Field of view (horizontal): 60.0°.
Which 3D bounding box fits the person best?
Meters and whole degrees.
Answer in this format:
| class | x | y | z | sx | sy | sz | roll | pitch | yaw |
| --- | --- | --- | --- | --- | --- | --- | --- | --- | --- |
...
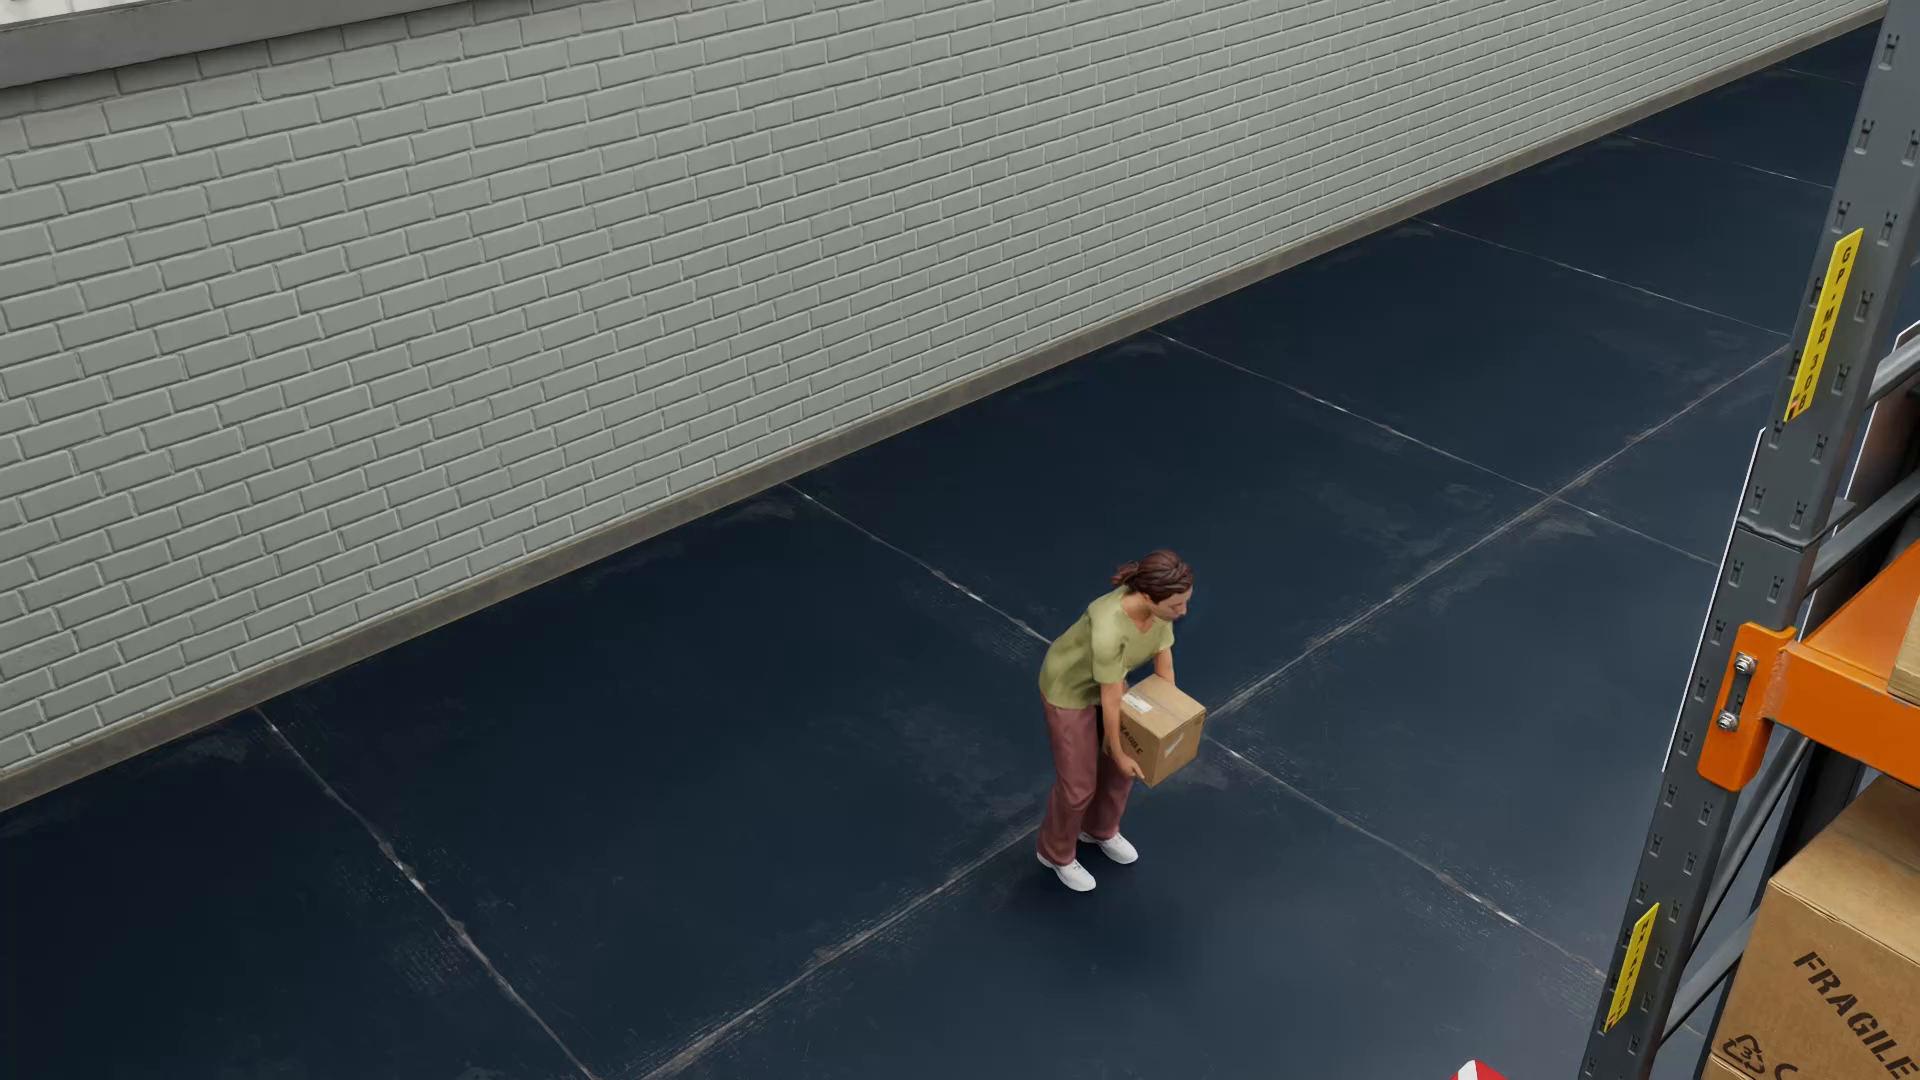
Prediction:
| class | x | y | z | sx | sy | sz | roll | pitch | yaw |
| --- | --- | --- | --- | --- | --- | --- | --- | --- | --- |
| person | 0.573 | 0.647 | 6.199 | 0.412 | 1.572 | 0.582 | -27 | 41 | -36 |
